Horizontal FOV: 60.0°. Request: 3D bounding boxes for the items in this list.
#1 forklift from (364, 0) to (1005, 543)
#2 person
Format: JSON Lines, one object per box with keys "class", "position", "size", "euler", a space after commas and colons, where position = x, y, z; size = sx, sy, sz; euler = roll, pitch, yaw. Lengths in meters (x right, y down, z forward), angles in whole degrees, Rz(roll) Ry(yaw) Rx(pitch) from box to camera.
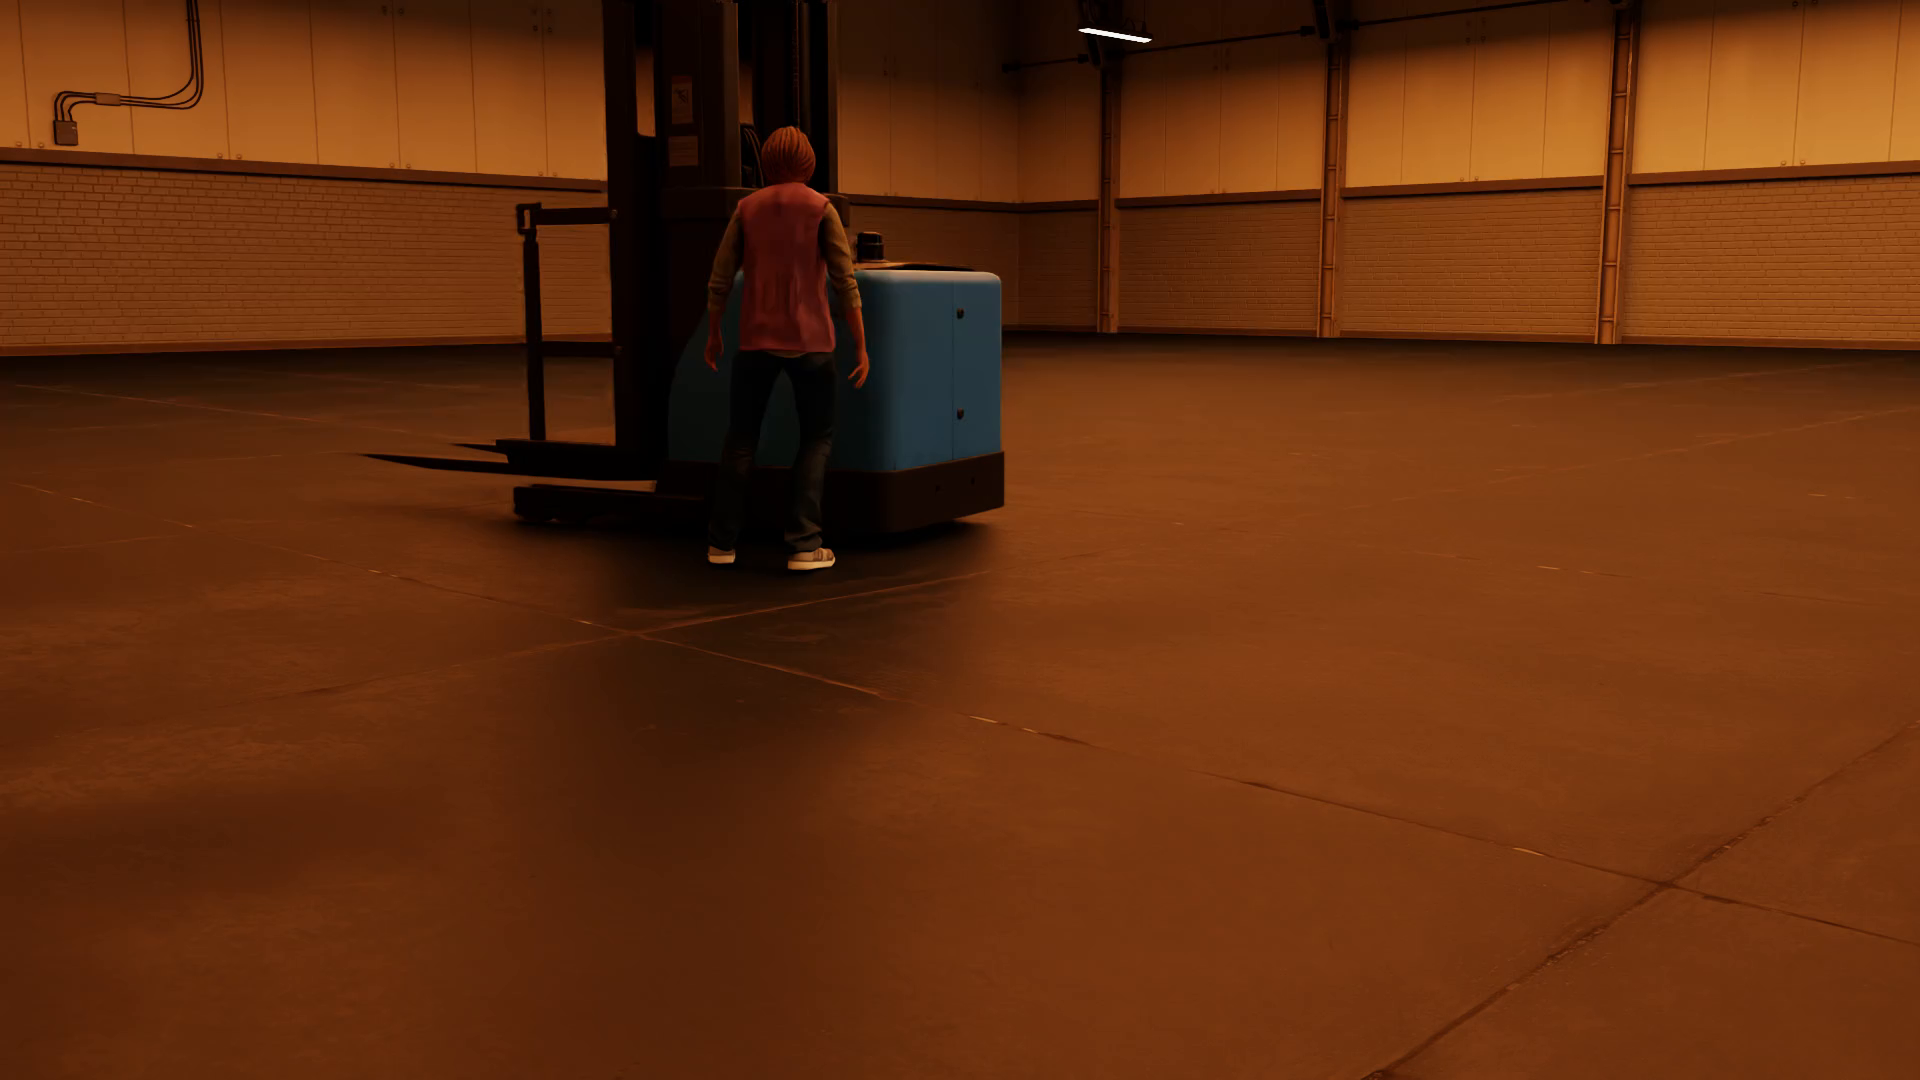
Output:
{"class": "forklift", "position": [-1.351, -1.572, 7.311], "size": [3.031, 2.935, 1.130], "euler": [5, 10, 28]}
{"class": "person", "position": [-0.635, -0.678, 5.956], "size": [0.650, 1.573, 0.357], "euler": [2, 9, 10]}
